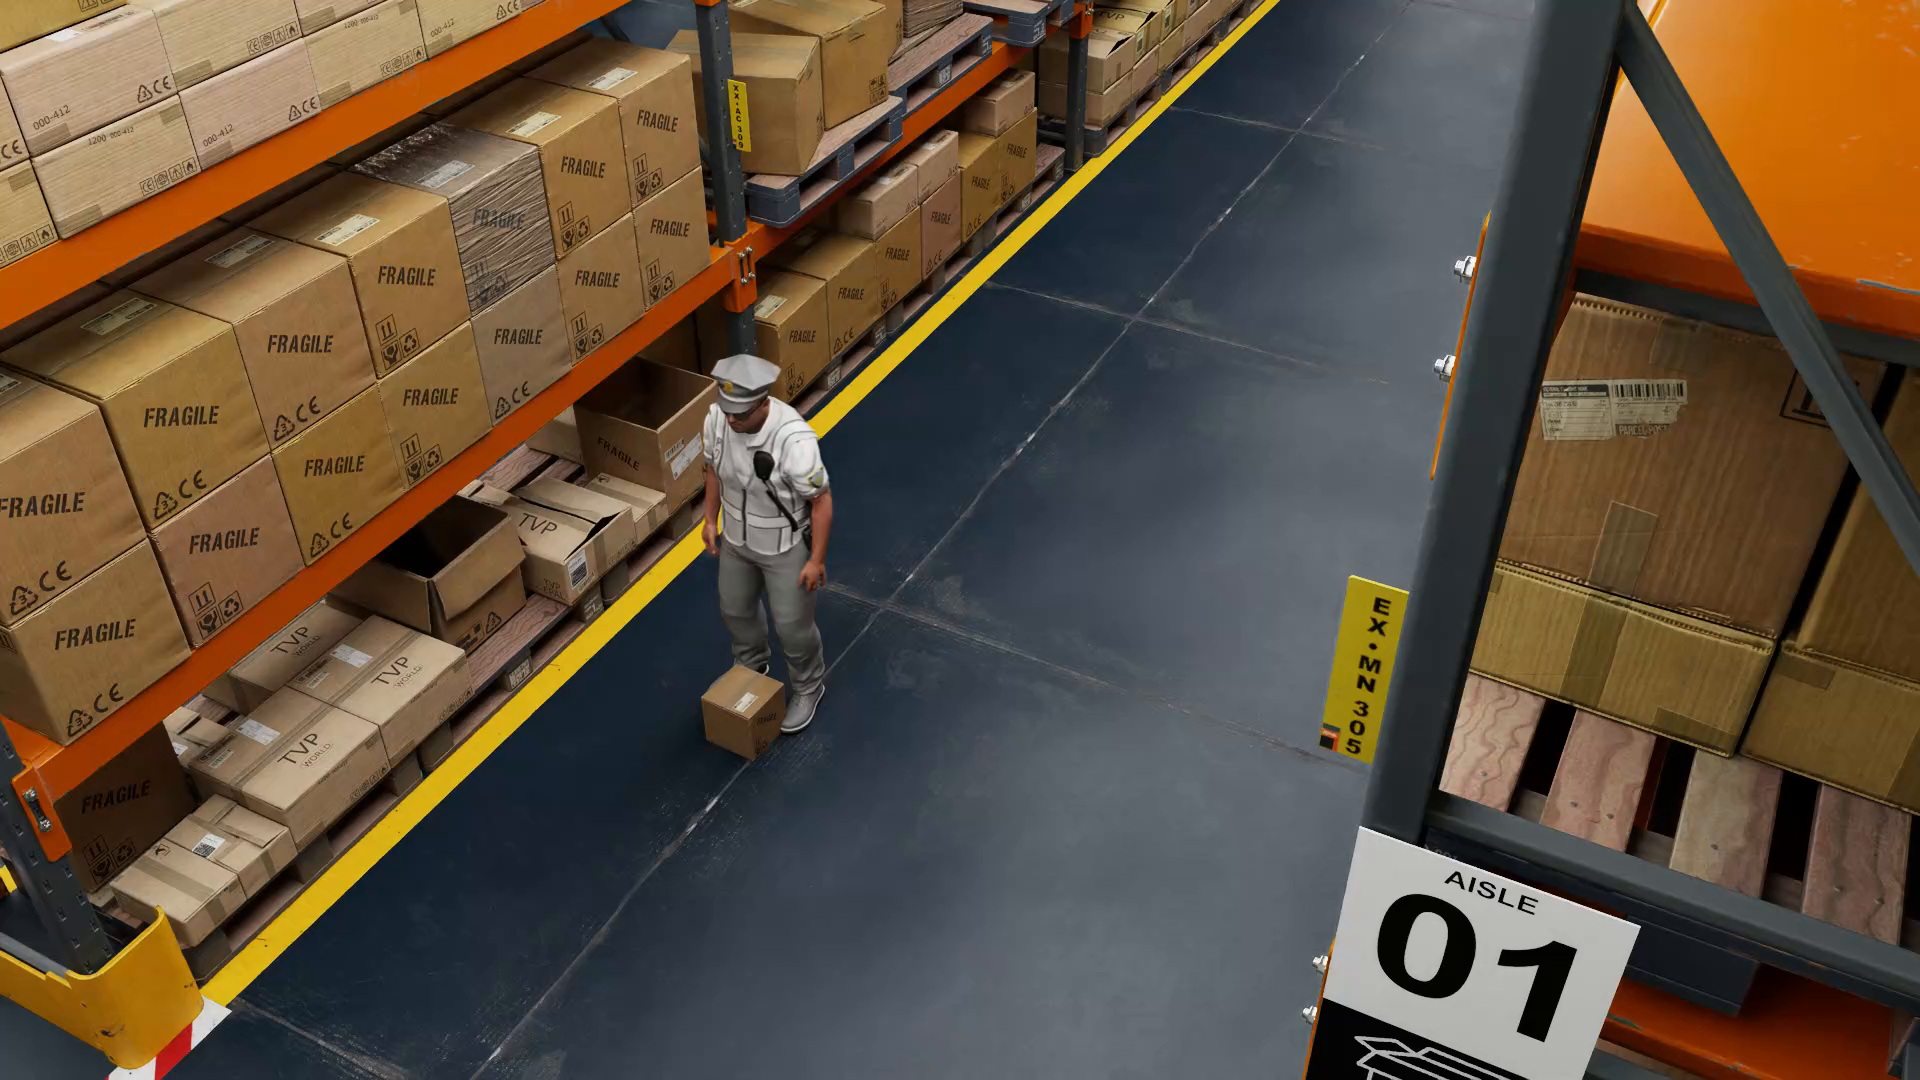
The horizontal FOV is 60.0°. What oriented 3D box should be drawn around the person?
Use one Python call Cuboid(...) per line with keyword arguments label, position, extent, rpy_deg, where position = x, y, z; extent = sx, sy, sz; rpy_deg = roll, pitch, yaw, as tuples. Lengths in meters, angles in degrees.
Cuboid(label="person", position=(-0.776, -0.011, 6.757), extent=(0.590, 1.748, 0.435), rpy_deg=(19, 42, 23))
